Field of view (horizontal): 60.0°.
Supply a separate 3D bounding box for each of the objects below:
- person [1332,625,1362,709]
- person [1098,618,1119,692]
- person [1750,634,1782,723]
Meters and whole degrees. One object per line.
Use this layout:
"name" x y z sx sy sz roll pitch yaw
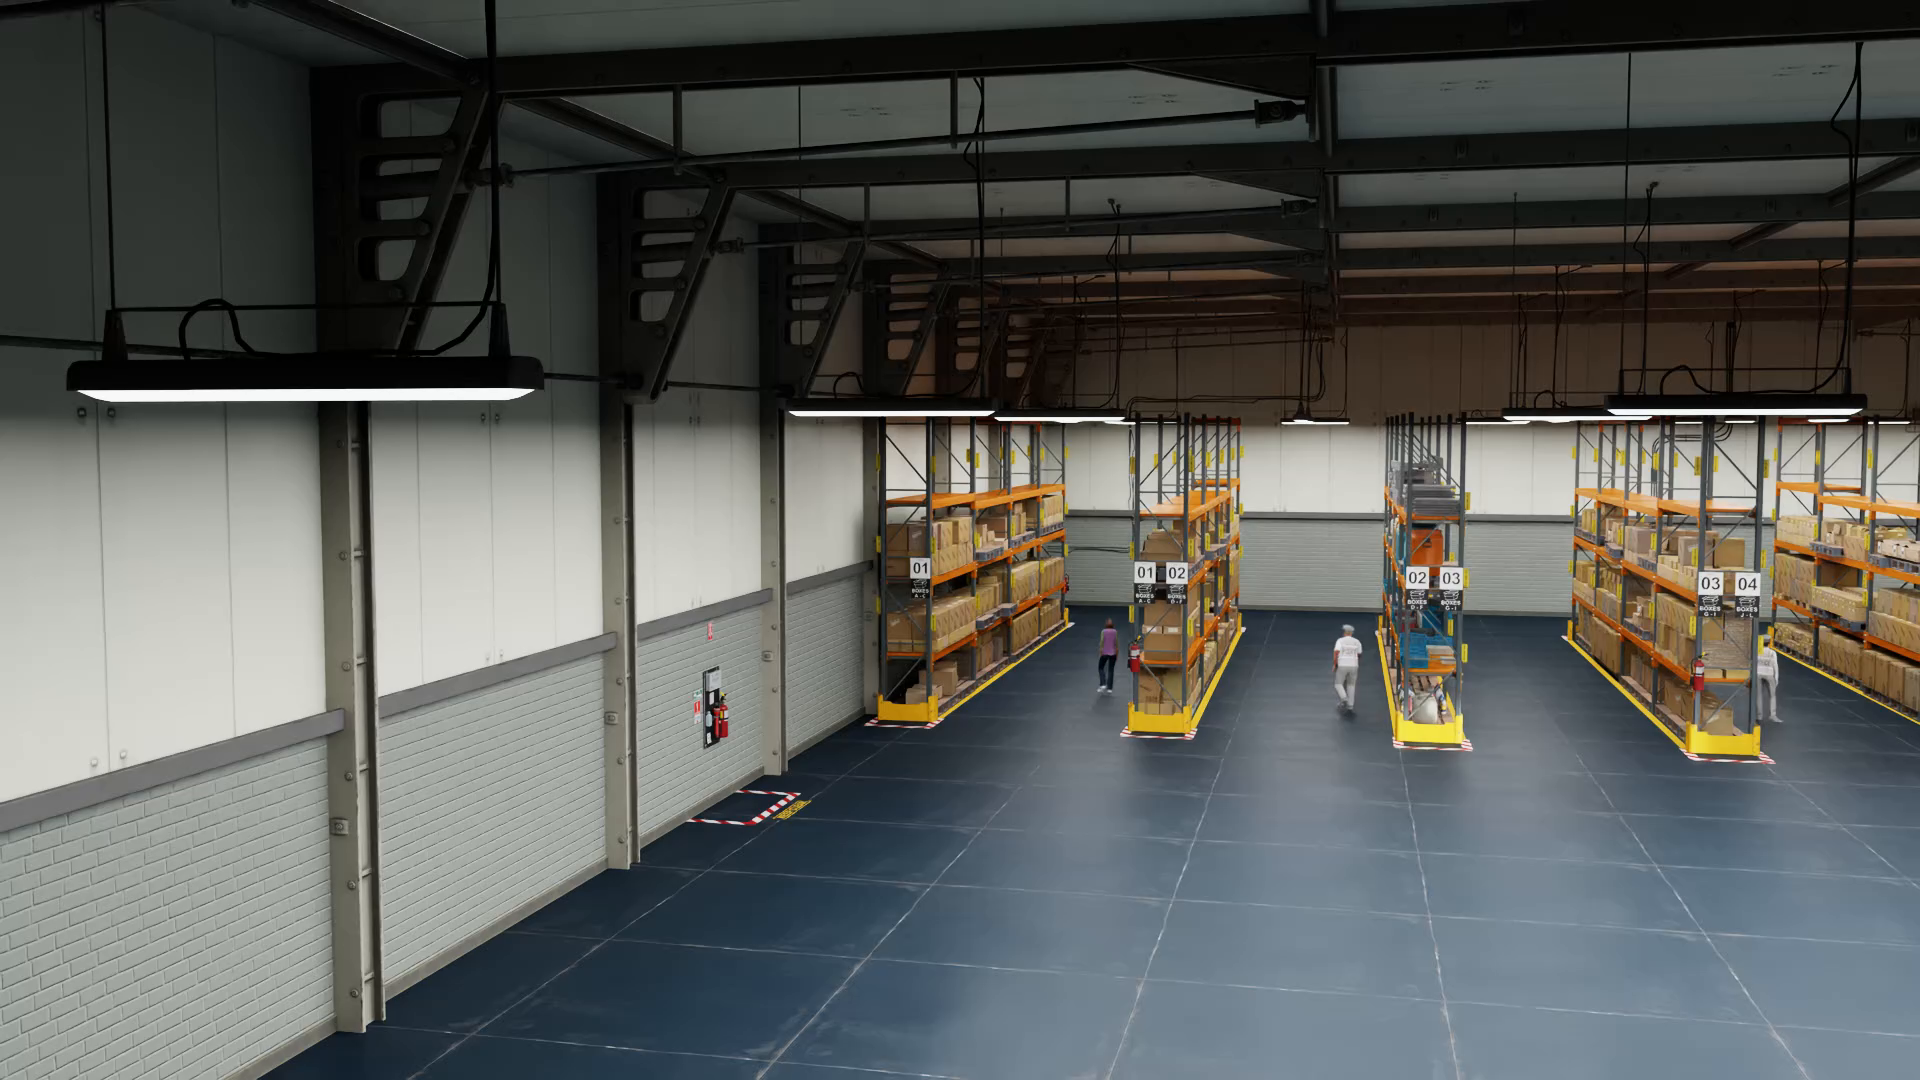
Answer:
"person" 7.899 2.591 33.884 0.608 1.685 0.776 0 4 2
"person" 3.210 2.500 35.905 0.445 1.607 0.392 -1 4 -8
"person" 15.728 2.701 32.430 0.599 1.703 0.450 2 5 31
